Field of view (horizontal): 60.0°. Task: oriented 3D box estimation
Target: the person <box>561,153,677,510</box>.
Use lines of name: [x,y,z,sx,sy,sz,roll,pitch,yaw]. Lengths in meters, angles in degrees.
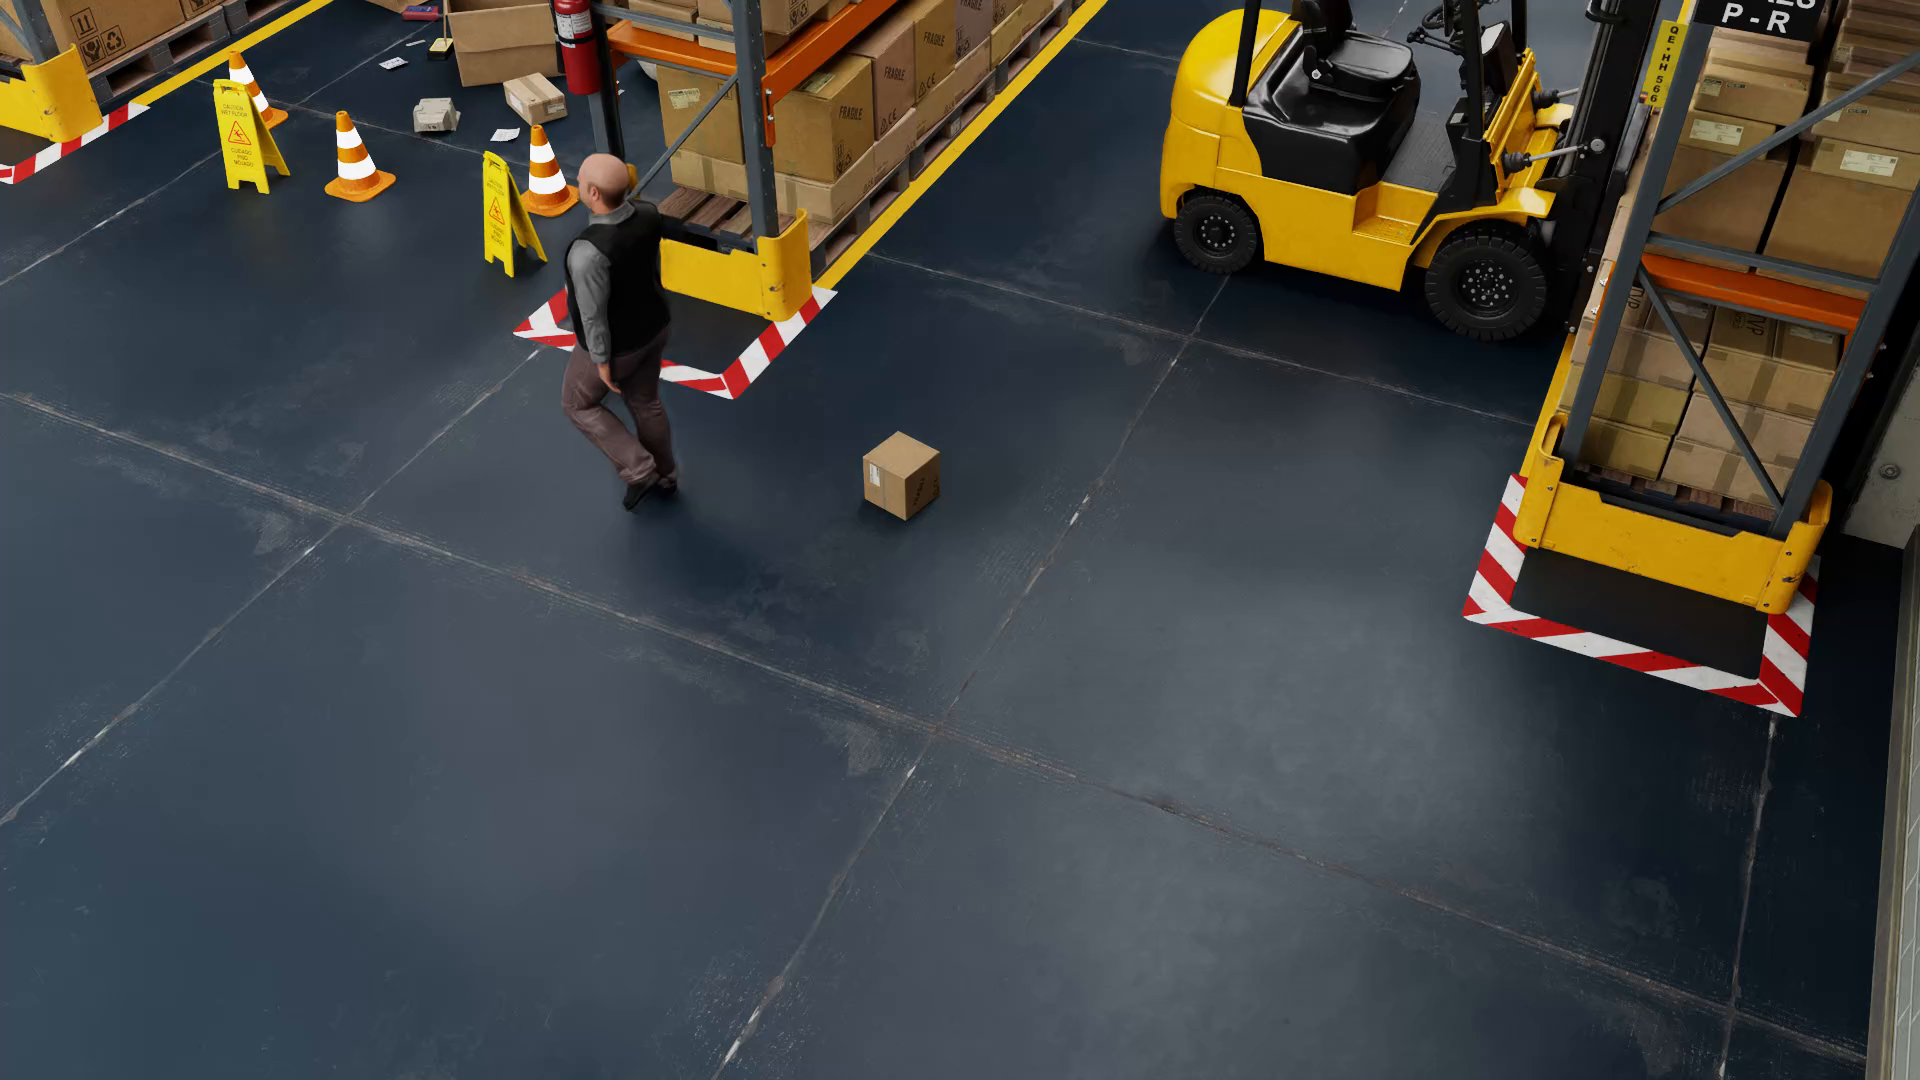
person: [-1.477,-0.883,7.140,0.452,1.725,0.546,22,46,22]
